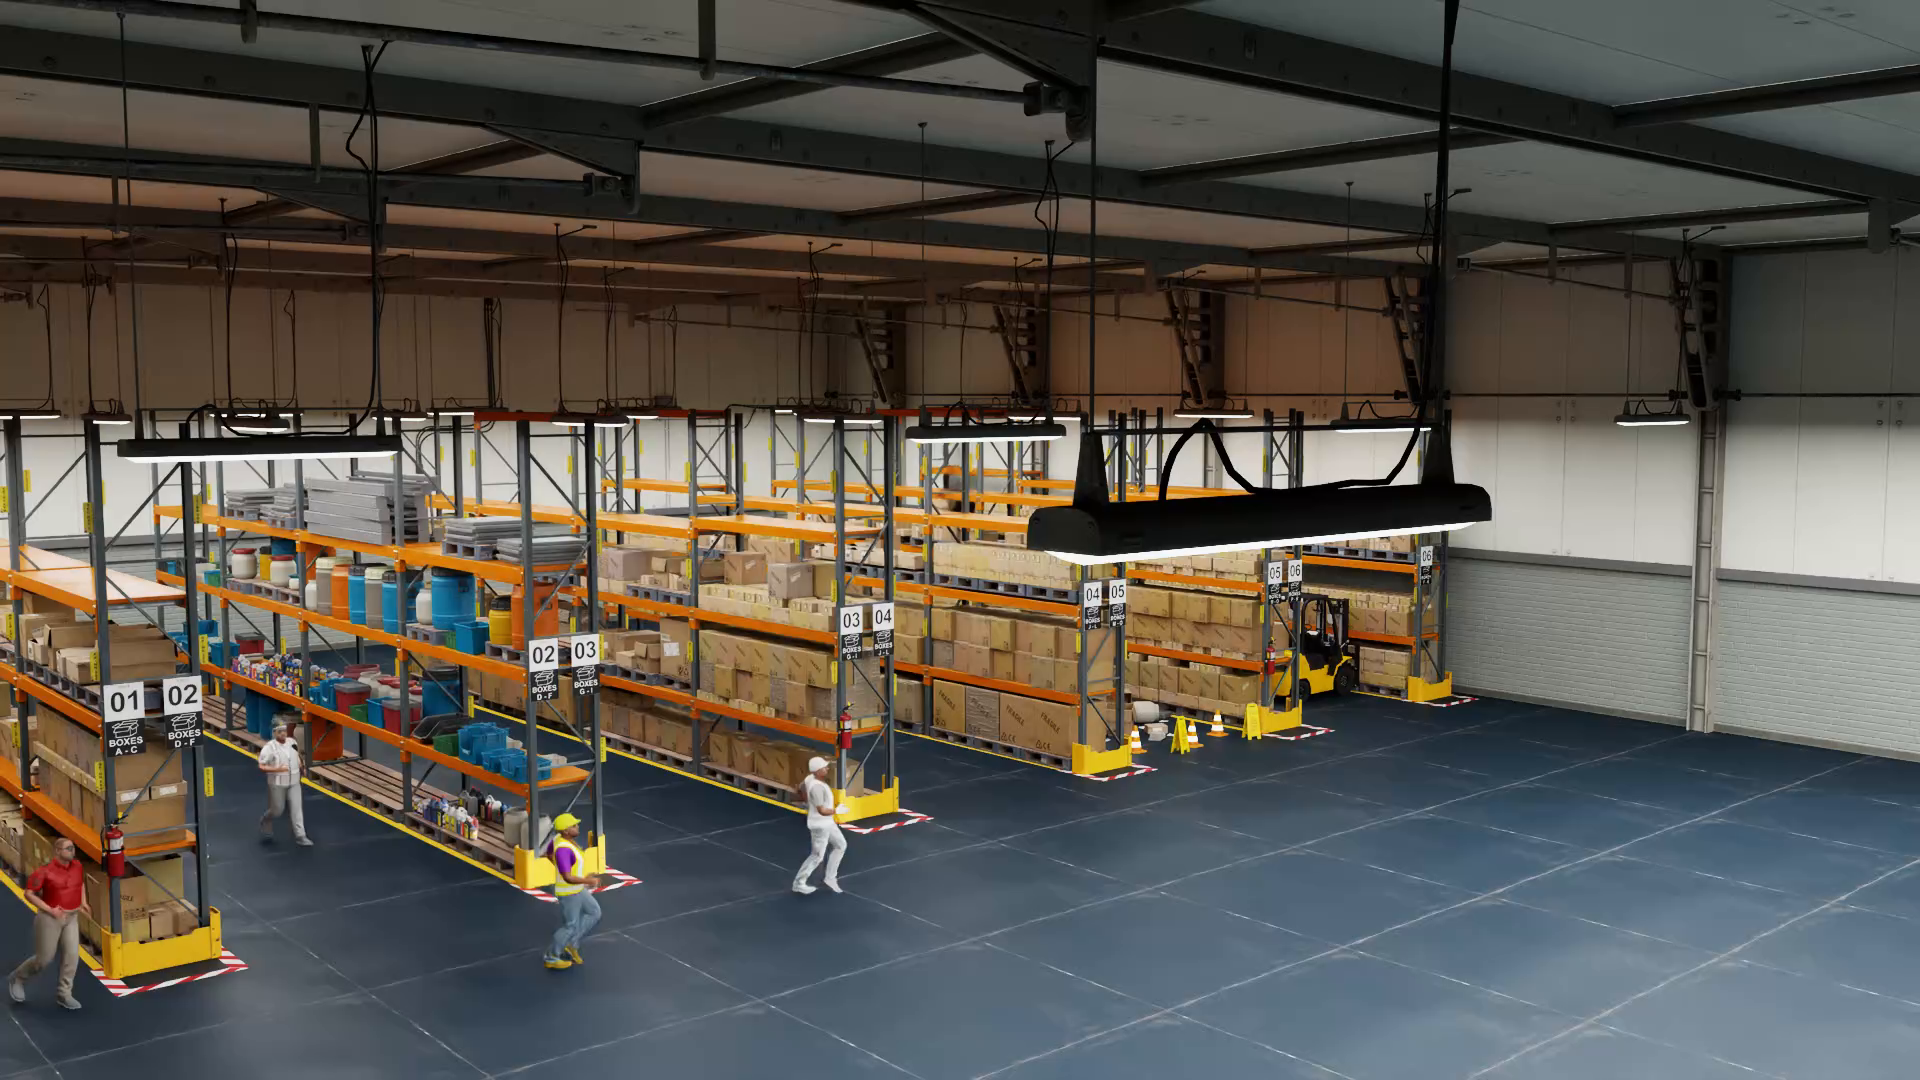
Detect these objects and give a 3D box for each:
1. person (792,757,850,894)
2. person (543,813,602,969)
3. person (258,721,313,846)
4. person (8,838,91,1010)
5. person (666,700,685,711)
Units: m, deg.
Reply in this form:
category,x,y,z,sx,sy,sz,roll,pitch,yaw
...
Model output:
category,x,y,z,sx,sy,sz,roll,pitch,yaw
person,-1.756,3.619,21.018,0.743,1.806,0.683,0,5,-5
person,-4.277,3.856,18.335,0.653,1.737,0.712,-1,5,-11
person,-9.441,3.376,23.273,1.100,1.721,0.677,4,7,42
person,-9.405,3.963,17.363,0.844,1.707,0.746,2,5,22
person,-5.484,2.668,32.465,0.554,1.660,0.616,5,7,43
